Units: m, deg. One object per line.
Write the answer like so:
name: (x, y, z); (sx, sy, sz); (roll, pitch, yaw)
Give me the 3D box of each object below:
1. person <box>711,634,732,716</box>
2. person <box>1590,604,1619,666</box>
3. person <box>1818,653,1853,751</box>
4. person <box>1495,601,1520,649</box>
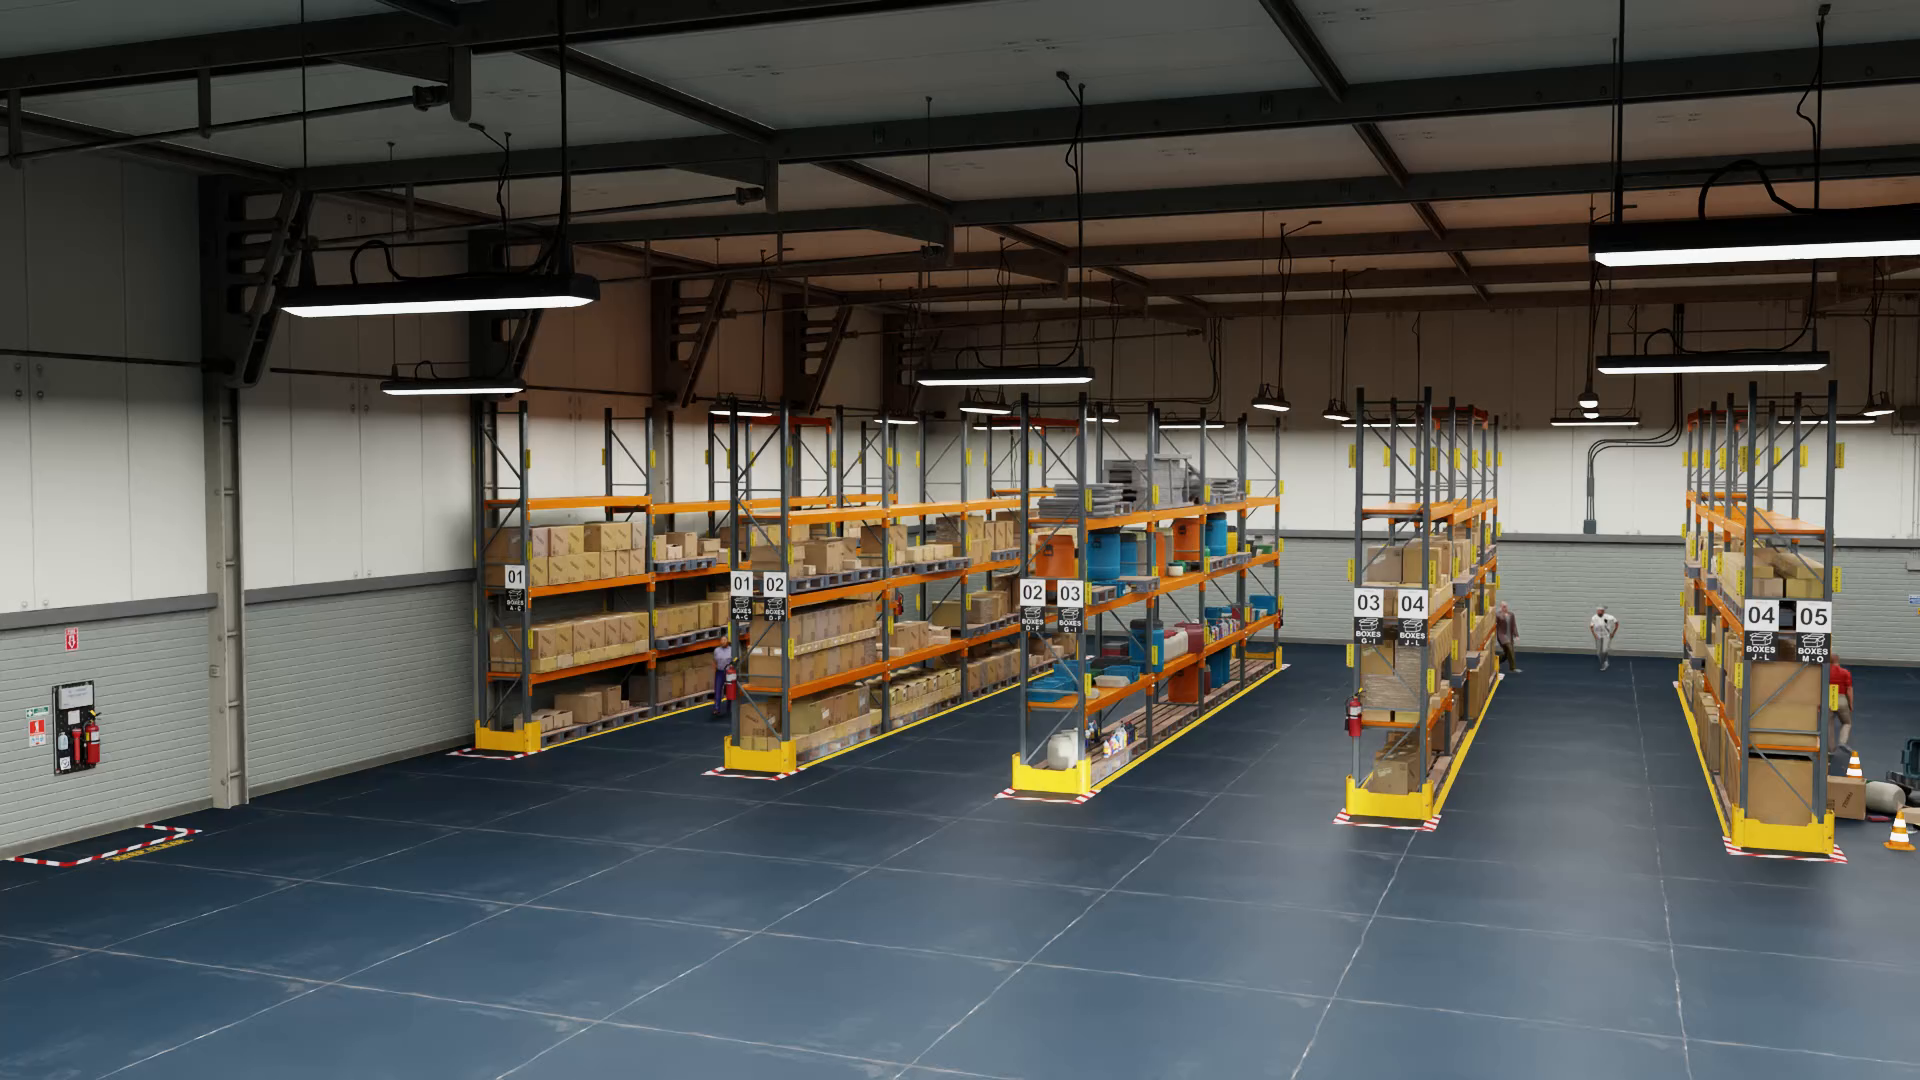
person: (-4.556, 2.626, 32.160); (0.529, 1.572, 1.052); (0, 3, -9)
person: (15.215, 2.261, 39.259); (0.626, 1.529, 0.712); (2, 3, 30)
person: (14.774, 2.737, 28.094); (0.560, 1.646, 0.434); (1, 3, 24)
person: (12.824, 1.999, 39.000); (0.578, 1.125, 0.509); (-1, 3, -23)
